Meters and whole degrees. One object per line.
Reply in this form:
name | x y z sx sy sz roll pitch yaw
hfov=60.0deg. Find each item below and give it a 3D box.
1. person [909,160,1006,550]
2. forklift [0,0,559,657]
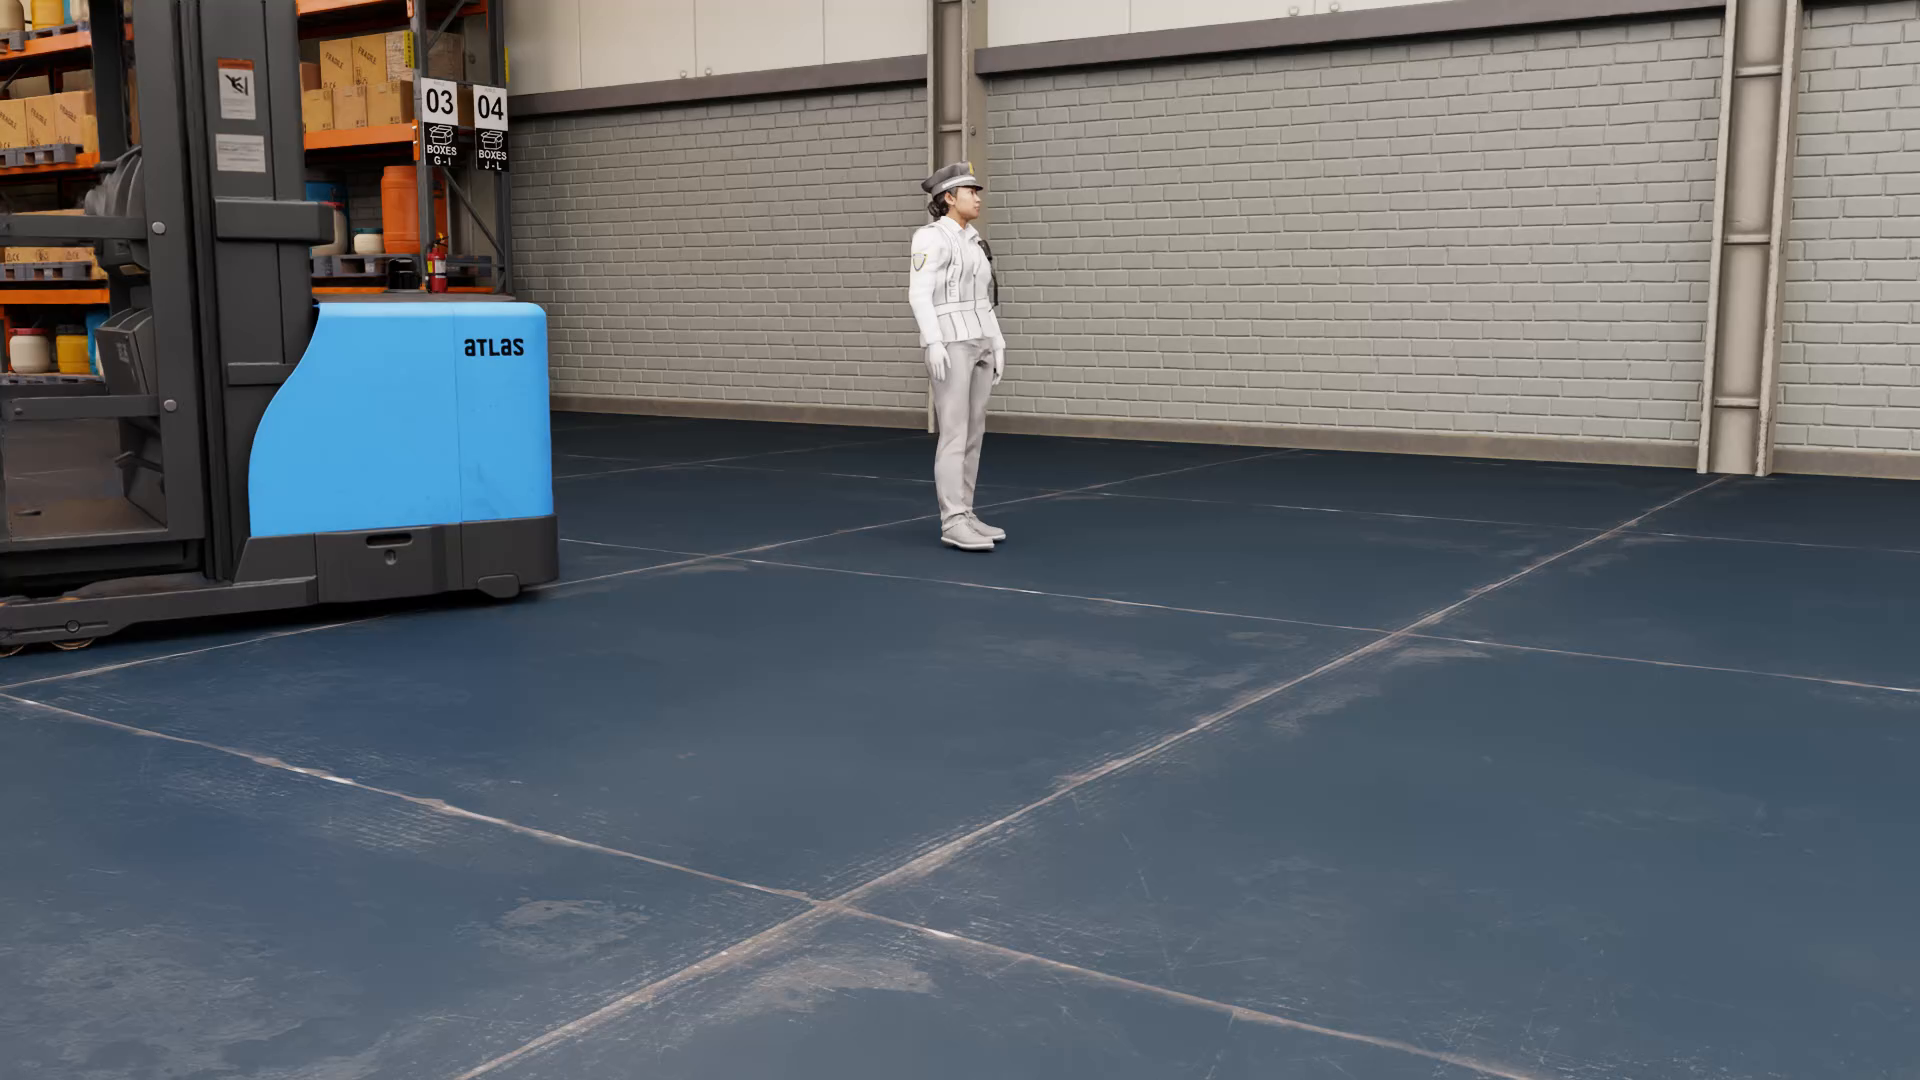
person | 0.053 -0.840 7.440 0.531 1.695 0.588 5 10 34
forklift | -2.982 -1.177 5.469 3.031 2.935 1.130 -5 10 -33
